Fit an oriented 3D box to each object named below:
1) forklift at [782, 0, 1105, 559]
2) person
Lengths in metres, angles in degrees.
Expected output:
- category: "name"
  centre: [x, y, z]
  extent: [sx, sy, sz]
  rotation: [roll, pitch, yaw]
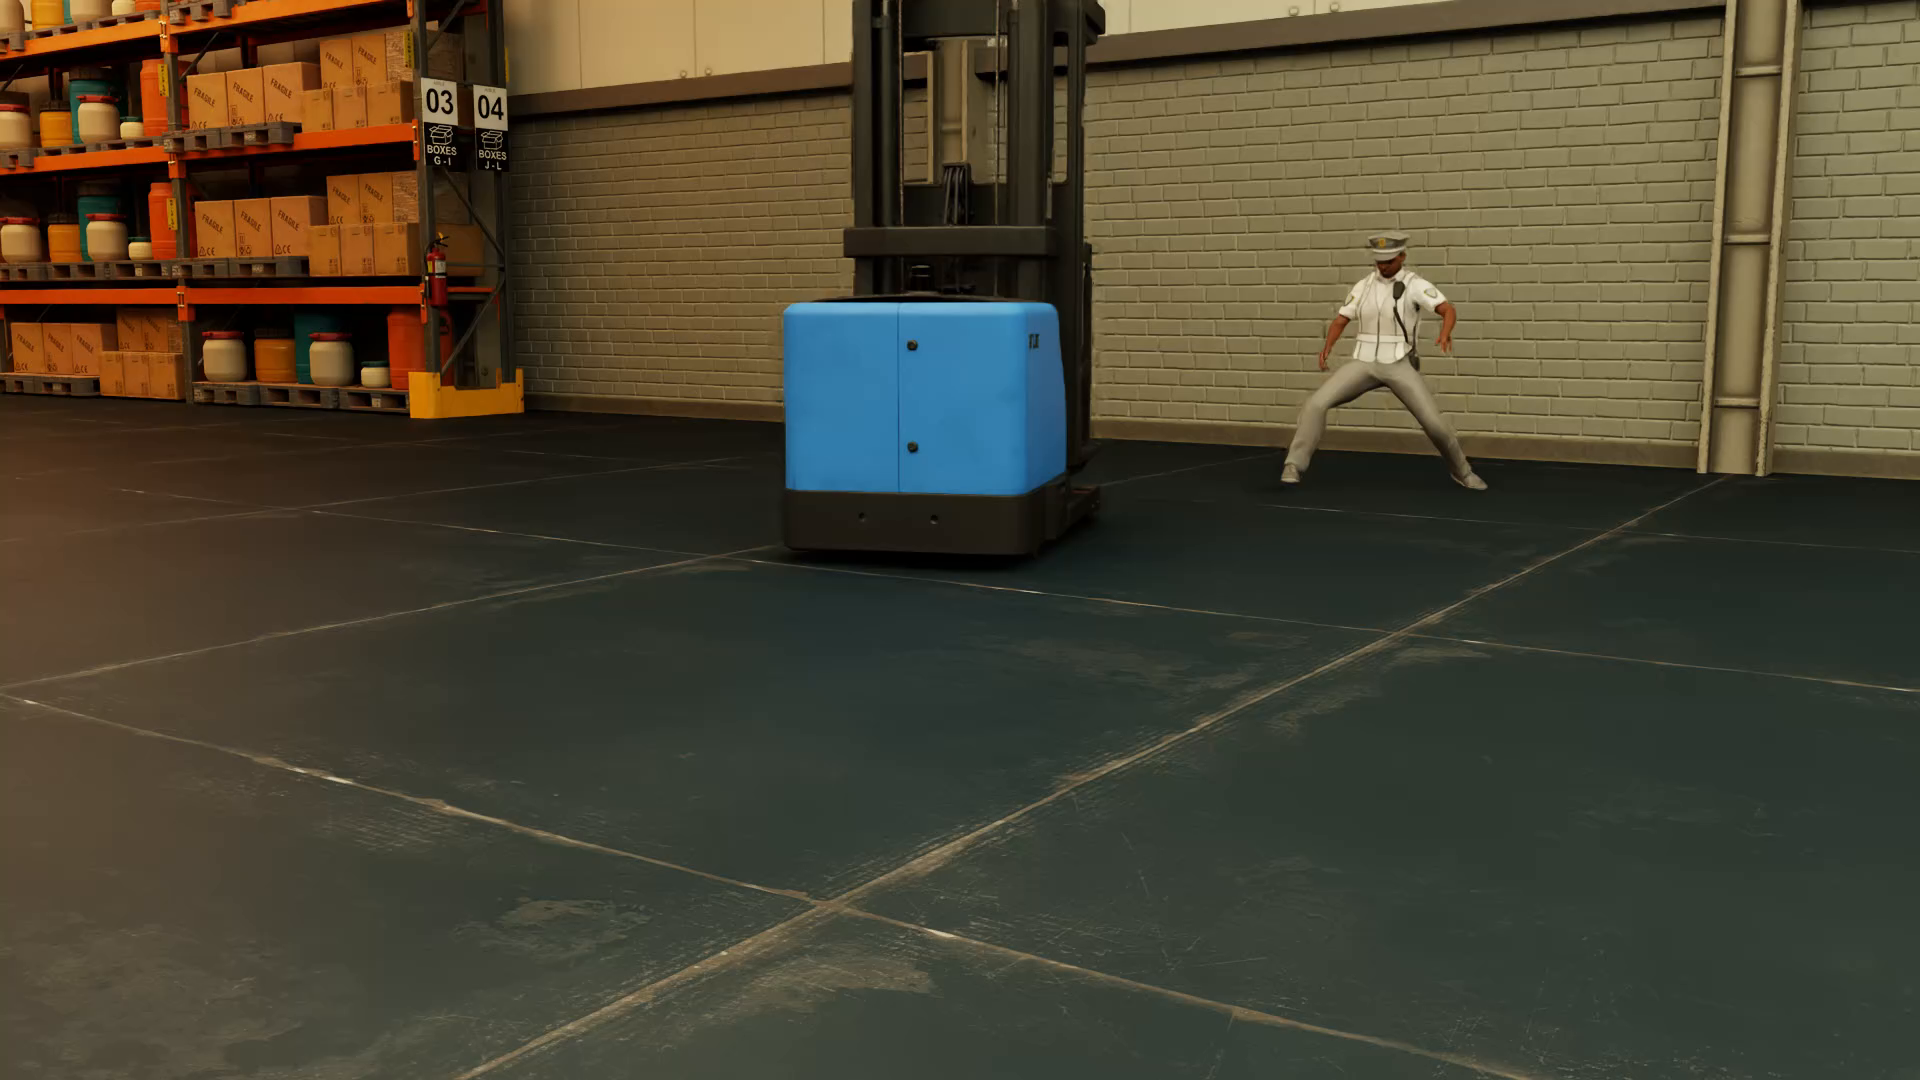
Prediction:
- category: "forklift"
  centre: [0.089, -1.539, 8.016]
  extent: [1.130, 2.935, 3.031]
  rotation: [2, 8, 13]
- category: "person"
  centre: [2.475, -1.019, 9.625]
  extent: [1.026, 1.509, 0.937]
  rotation: [6, 10, 35]
